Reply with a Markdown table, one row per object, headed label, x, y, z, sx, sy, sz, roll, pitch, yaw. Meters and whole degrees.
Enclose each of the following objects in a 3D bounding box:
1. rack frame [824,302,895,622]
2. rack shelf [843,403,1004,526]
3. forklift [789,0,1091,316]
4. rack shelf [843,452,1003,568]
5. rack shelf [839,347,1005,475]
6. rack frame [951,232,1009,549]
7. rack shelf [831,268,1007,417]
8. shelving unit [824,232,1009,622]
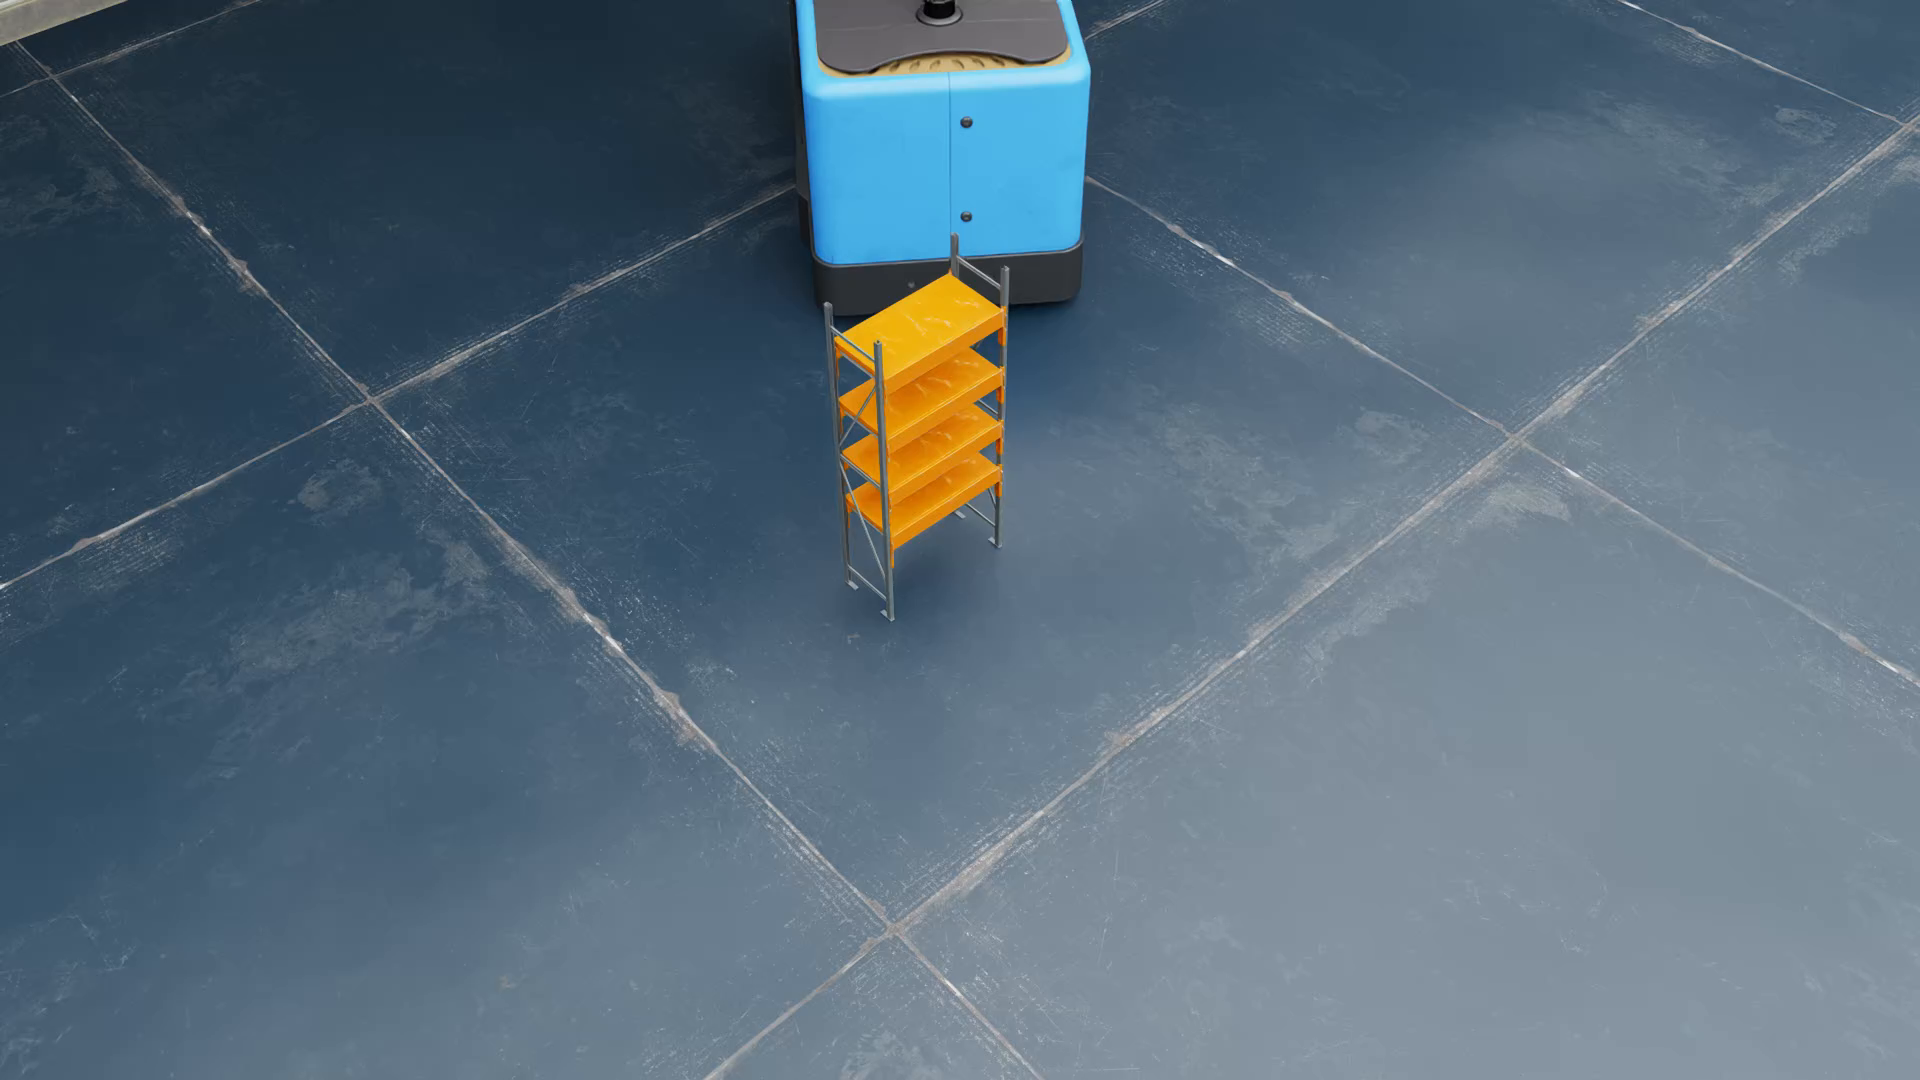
| label | x | y | z | sx | sy | sz | roll | pitch | yaw |
| --- | --- | --- | --- | --- | --- | --- | --- | --- | --- |
| rack frame | -0.303 | -0.204 | 5.122 | 0.015 | 1.200 | 0.240 | -34 | 56 | -27 |
| rack shelf | -0.122 | -0.279 | 5.283 | 0.480 | 0.148 | 0.258 | -34 | 56 | -27 |
| forklift | -0.192 | -2.953 | 6.480 | 1.130 | 2.935 | 3.031 | -4 | 47 | -4 |
| rack shelf | -0.122 | -0.145 | 5.429 | 0.480 | 0.148 | 0.258 | -34 | 56 | -27 |
| rack shelf | -0.122 | -0.431 | 5.119 | 0.480 | 0.148 | 0.258 | -34 | 56 | -27 |
| rack frame | 0.058 | -0.446 | 5.345 | 0.015 | 1.200 | 0.240 | -34 | 56 | -27 |
| rack shelf | -0.122 | -0.592 | 4.945 | 0.480 | 0.148 | 0.258 | -34 | 56 | -27 |
| shelving unit | -0.122 | -0.325 | 5.234 | 0.503 | 1.200 | 0.258 | -34 | 56 | -27 |
